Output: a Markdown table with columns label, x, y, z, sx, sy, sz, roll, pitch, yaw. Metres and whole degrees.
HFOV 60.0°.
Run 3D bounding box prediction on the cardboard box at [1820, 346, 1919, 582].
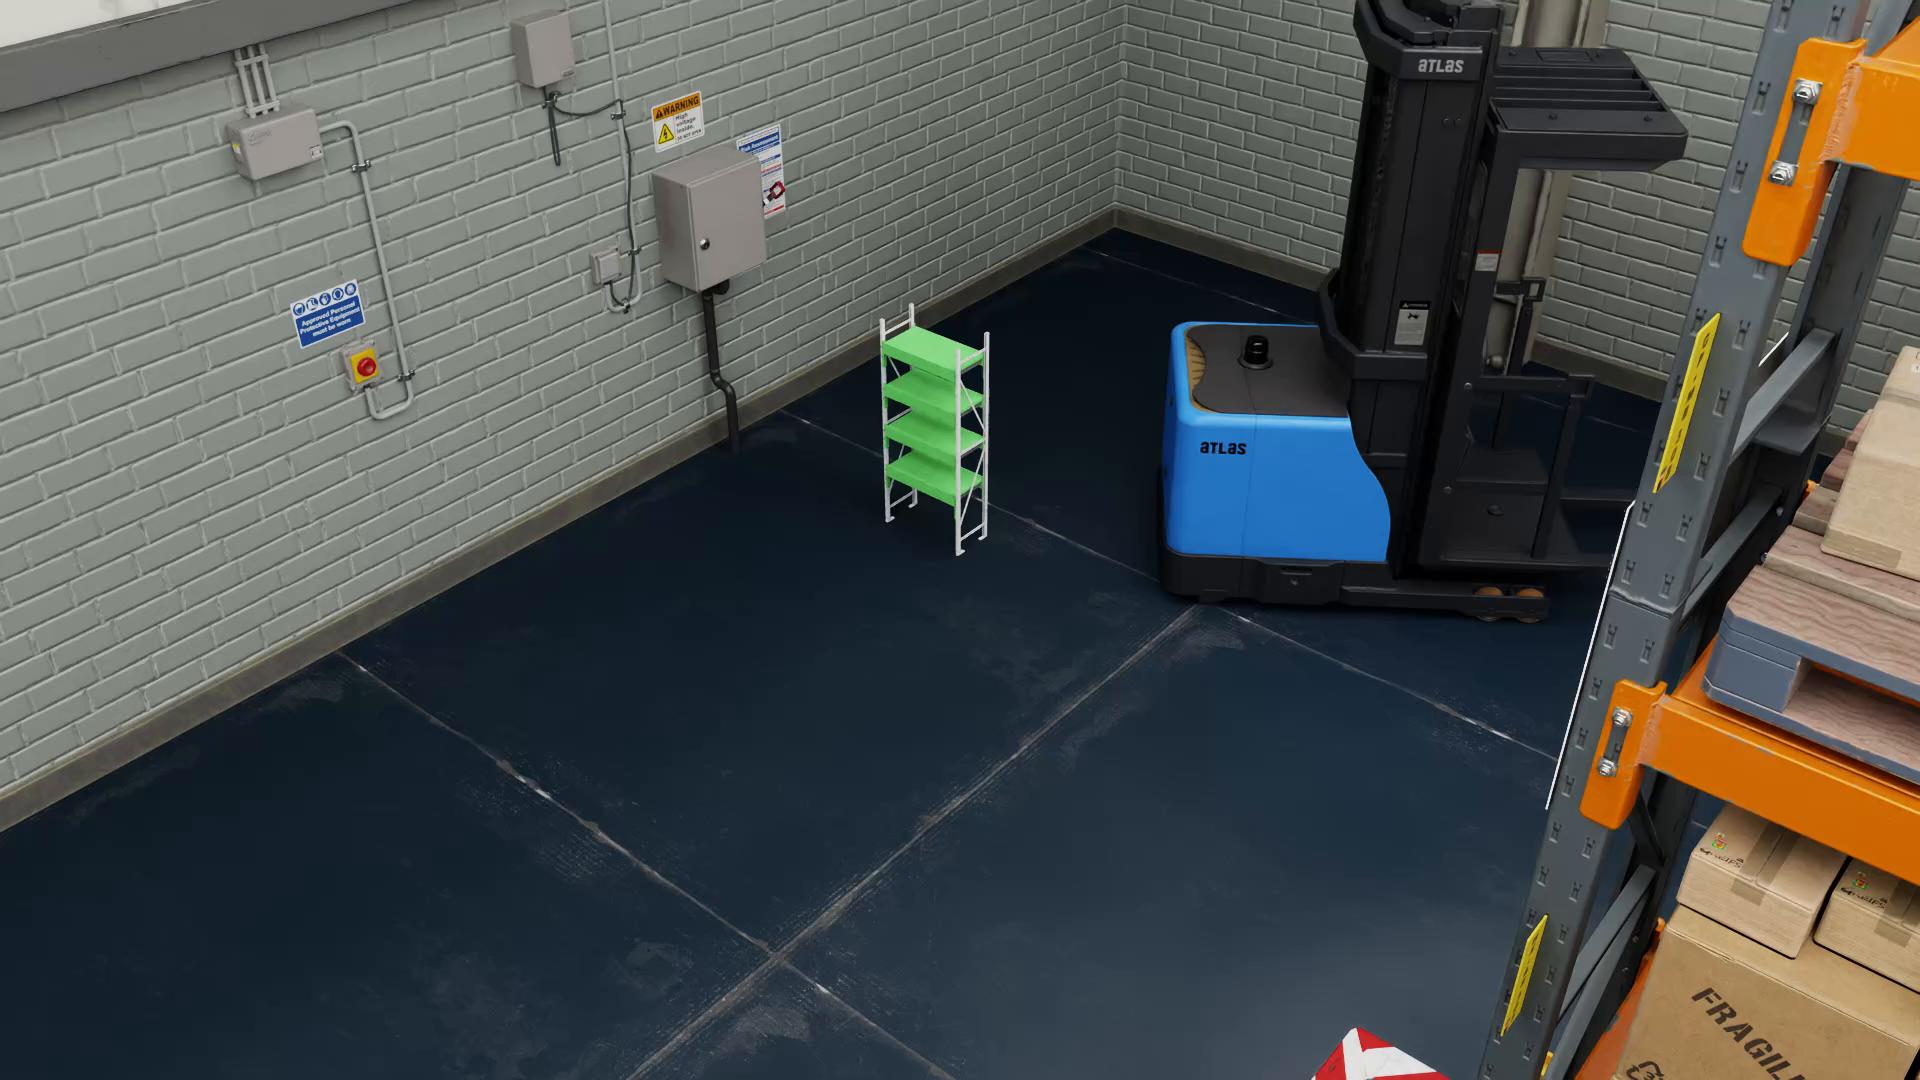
| label | x | y | z | sx | sy | sz | roll | pitch | yaw |
| --- | --- | --- | --- | --- | --- | --- | --- | --- | --- |
| cardboard box | 2.054 | -0.114 | 3.291 | 0.500 | 0.250 | 0.500 | 21 | 40 | 28 |

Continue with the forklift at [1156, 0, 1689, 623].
| label | x | y | z | sx | sy | sz | roll | pitch | yaw |
| --- | --- | --- | --- | --- | --- | --- | --- | --- | --- |
| forklift | 2.544 | -1.116 | 7.787 | 3.031 | 2.935 | 1.130 | 2 | 35 | 3 |

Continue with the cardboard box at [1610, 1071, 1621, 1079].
| label | x | y | z | sx | sy | sz | roll | pitch | yaw |
| --- | --- | --- | --- | --- | --- | --- | --- | --- | --- |
| cardboard box | 1.836 | 1.408 | 3.961 | 0.500 | 0.500 | 0.500 | 25 | 42 | 31 |

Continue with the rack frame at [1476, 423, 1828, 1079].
| label | x | y | z | sx | sy | sz | roll | pitch | yaw |
| --- | --- | --- | --- | --- | --- | --- | --- | --- | --- |
| rack frame | 1.651 | 1.151 | 4.425 | 0.127 | 3.000 | 1.000 | 25 | 42 | 32 |

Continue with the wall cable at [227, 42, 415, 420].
| label | x | y | z | sx | sy | sz | roll | pitch | yaw |
| --- | --- | --- | --- | --- | --- | --- | --- | --- | --- |
| wall cable | -2.698 | -1.313 | 7.087 | 0.123 | 1.953 | 0.585 | 25 | 42 | 32 |

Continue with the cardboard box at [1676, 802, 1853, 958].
| label | x | y | z | sx | sy | sz | roll | pitch | yaw |
| --- | --- | --- | --- | --- | --- | --- | --- | --- | --- |
| cardboard box | 1.747 | 0.679 | 3.567 | 0.250 | 0.149 | 0.380 | 26 | 42 | 33 |

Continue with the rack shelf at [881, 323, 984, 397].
| label | x | y | z | sx | sy | sz | roll | pitch | yaw |
| --- | --- | --- | --- | --- | --- | --- | --- | --- | --- |
| rack shelf | -0.127 | -0.898 | 8.262 | 0.480 | 0.148 | 0.258 | 25 | 42 | 32 |

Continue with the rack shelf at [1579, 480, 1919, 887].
| label | x | y | z | sx | sy | sz | roll | pitch | yaw |
| --- | --- | --- | --- | --- | --- | --- | --- | --- | --- |
| rack shelf | 3.188 | 0.935 | 2.724 | 4.000 | 0.370 | 1.077 | 25 | 42 | 32 |

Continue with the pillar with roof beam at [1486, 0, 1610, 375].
| label | x | y | z | sx | sy | sz | roll | pitch | yaw |
| --- | --- | --- | --- | --- | --- | --- | --- | --- | --- |
| pillar with roof beam | 0.574 | -2.979 | 5.139 | 0.400 | 9.000 | 9.100 | 25 | 42 | 32 |

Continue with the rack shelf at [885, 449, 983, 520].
| label | x | y | z | sx | sy | sz | roll | pitch | yaw |
| --- | --- | --- | --- | --- | --- | --- | --- | --- | --- |
| rack shelf | -0.127 | -0.304 | 8.670 | 0.480 | 0.148 | 0.258 | 25 | 42 | 32 |

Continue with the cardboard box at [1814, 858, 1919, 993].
| label | x | y | z | sx | sy | sz | roll | pitch | yaw |
| --- | --- | --- | --- | --- | --- | --- | --- | --- | --- |
| cardboard box | 1.994 | 0.743 | 3.474 | 0.250 | 0.149 | 0.380 | 26 | 42 | 33 |

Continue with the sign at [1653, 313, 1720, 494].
| label | x | y | z | sx | sy | sz | roll | pitch | yaw |
| --- | --- | --- | --- | --- | --- | --- | --- | --- | --- |
| sign | 1.291 | -0.239 | 2.957 | 0.005 | 0.325 | 0.100 | 25 | 42 | 32 |

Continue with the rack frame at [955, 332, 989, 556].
| label | x | y | z | sx | sy | sz | roll | pitch | yaw |
| --- | --- | --- | --- | --- | --- | --- | --- | --- | --- |
| rack frame | 0.060 | -0.466 | 8.369 | 0.015 | 1.200 | 0.240 | 25 | 42 | 32 |

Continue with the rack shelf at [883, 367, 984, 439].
| label | x | y | z | sx | sy | sz | roll | pitch | yaw |
| --- | --- | --- | --- | --- | --- | --- | --- | --- | --- |
| rack shelf | -0.127 | -0.700 | 8.398 | 0.480 | 0.148 | 0.258 | 25 | 42 | 32 |

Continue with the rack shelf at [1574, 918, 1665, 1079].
| label | x | y | z | sx | sy | sz | roll | pitch | yaw |
| --- | --- | --- | --- | --- | --- | --- | --- | --- | --- |
| rack shelf | 3.188 | 2.172 | 3.574 | 4.000 | 0.370 | 1.077 | 25 | 42 | 32 |

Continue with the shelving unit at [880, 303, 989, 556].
| label | x | y | z | sx | sy | sz | roll | pitch | yaw |
| --- | --- | --- | --- | --- | --- | --- | --- | --- | --- |
| shelving unit | -0.127 | -0.555 | 8.498 | 0.503 | 1.200 | 0.258 | 25 | 42 | 32 |

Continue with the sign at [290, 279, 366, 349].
| label | x | y | z | sx | sy | sz | roll | pitch | yaw |
| --- | --- | --- | --- | --- | --- | --- | --- | --- | --- |
| sign | -2.775 | -0.994 | 7.309 | 0.001 | 0.218 | 0.327 | 25 | 42 | 32 |

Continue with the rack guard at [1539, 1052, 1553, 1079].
| label | x | y | z | sx | sy | sz | roll | pitch | yaw |
| --- | --- | --- | --- | --- | --- | --- | --- | --- | --- |
| rack guard | 1.632 | 2.172 | 5.145 | 0.348 | 0.500 | 1.175 | 25 | 42 | 32 |

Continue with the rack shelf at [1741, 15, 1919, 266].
| label | x | y | z | sx | sy | sz | roll | pitch | yaw |
| --- | --- | --- | --- | --- | --- | --- | --- | --- | --- |
| rack shelf | 3.188 | -0.136 | 1.988 | 4.000 | 0.370 | 1.077 | 25 | 42 | 32 |

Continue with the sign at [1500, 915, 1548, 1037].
| label | x | y | z | sx | sy | sz | roll | pitch | yaw |
| --- | --- | --- | --- | --- | --- | --- | --- | --- | --- |
| sign | 1.291 | 1.000 | 3.809 | 0.005 | 0.325 | 0.100 | 25 | 42 | 32 |

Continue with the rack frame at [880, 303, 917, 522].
| label | x | y | z | sx | sy | sz | roll | pitch | yaw |
| --- | --- | --- | --- | --- | --- | --- | --- | --- | --- |
| rack frame | -0.315 | -0.643 | 8.626 | 0.015 | 1.200 | 0.240 | 25 | 42 | 32 |

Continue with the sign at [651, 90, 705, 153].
| label | x | y | z | sx | sy | sz | roll | pitch | yaw |
| --- | --- | --- | --- | --- | --- | --- | --- | --- | --- |
| sign | -1.436 | -2.134 | 8.478 | 0.001 | 0.242 | 0.339 | 25 | 42 | 32 |

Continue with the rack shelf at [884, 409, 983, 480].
| label | x | y | z | sx | sy | sz | roll | pitch | yaw |
| --- | --- | --- | --- | --- | --- | --- | --- | --- | --- |
| rack shelf | -0.127 | -0.502 | 8.534 | 0.480 | 0.148 | 0.258 | 25 | 42 | 32 |

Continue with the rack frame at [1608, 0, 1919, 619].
| label | x | y | z | sx | sy | sz | roll | pitch | yaw |
| --- | --- | --- | --- | --- | --- | --- | --- | --- | --- |
| rack frame | 1.651 | -1.322 | 2.726 | 0.127 | 3.000 | 1.000 | 25 | 42 | 32 |

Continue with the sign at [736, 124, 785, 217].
| label | x | y | z | sx | sy | sz | roll | pitch | yaw |
| --- | --- | --- | --- | --- | --- | --- | --- | --- | --- |
| sign | -1.085 | -1.993 | 9.087 | 0.001 | 0.494 | 0.329 | 25 | 42 | 32 |

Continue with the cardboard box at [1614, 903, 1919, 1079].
| label | x | y | z | sx | sy | sz | roll | pitch | yaw |
| --- | --- | --- | --- | --- | --- | --- | --- | --- | --- |
| cardboard box | 1.837 | 0.995 | 3.680 | 0.500 | 0.500 | 0.500 | 24 | 41 | 31 |

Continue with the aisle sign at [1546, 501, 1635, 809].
| label | x | y | z | sx | sy | sz | roll | pitch | yaw |
| --- | --- | --- | --- | --- | --- | --- | --- | --- | --- |
| aisle sign | 1.410 | 0.179 | 3.543 | 0.004 | 0.787 | 0.394 | 25 | 42 | 32 |

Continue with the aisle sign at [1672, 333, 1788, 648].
| label | x | y | z | sx | sy | sz | roll | pitch | yaw |
| --- | --- | --- | --- | --- | --- | --- | --- | --- | --- |
| aisle sign | 1.794 | -0.082 | 3.923 | 0.004 | 0.787 | 0.394 | 25 | 42 | 32 |

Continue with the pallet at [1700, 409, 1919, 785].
| label | x | y | z | sx | sy | sz | roll | pitch | yaw |
| --- | --- | --- | --- | --- | --- | --- | --- | --- | --- |
| pallet | 2.228 | 0.215 | 3.216 | 1.213 | 0.211 | 1.003 | 25 | 42 | 32 |

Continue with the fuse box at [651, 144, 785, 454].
| label | x | y | z | sx | sy | sz | roll | pitch | yaw |
| --- | --- | --- | --- | --- | --- | --- | --- | --- | --- |
| fuse box | -1.241 | -1.212 | 9.003 | 0.414 | 1.711 | 0.539 | 25 | 42 | 32 |
